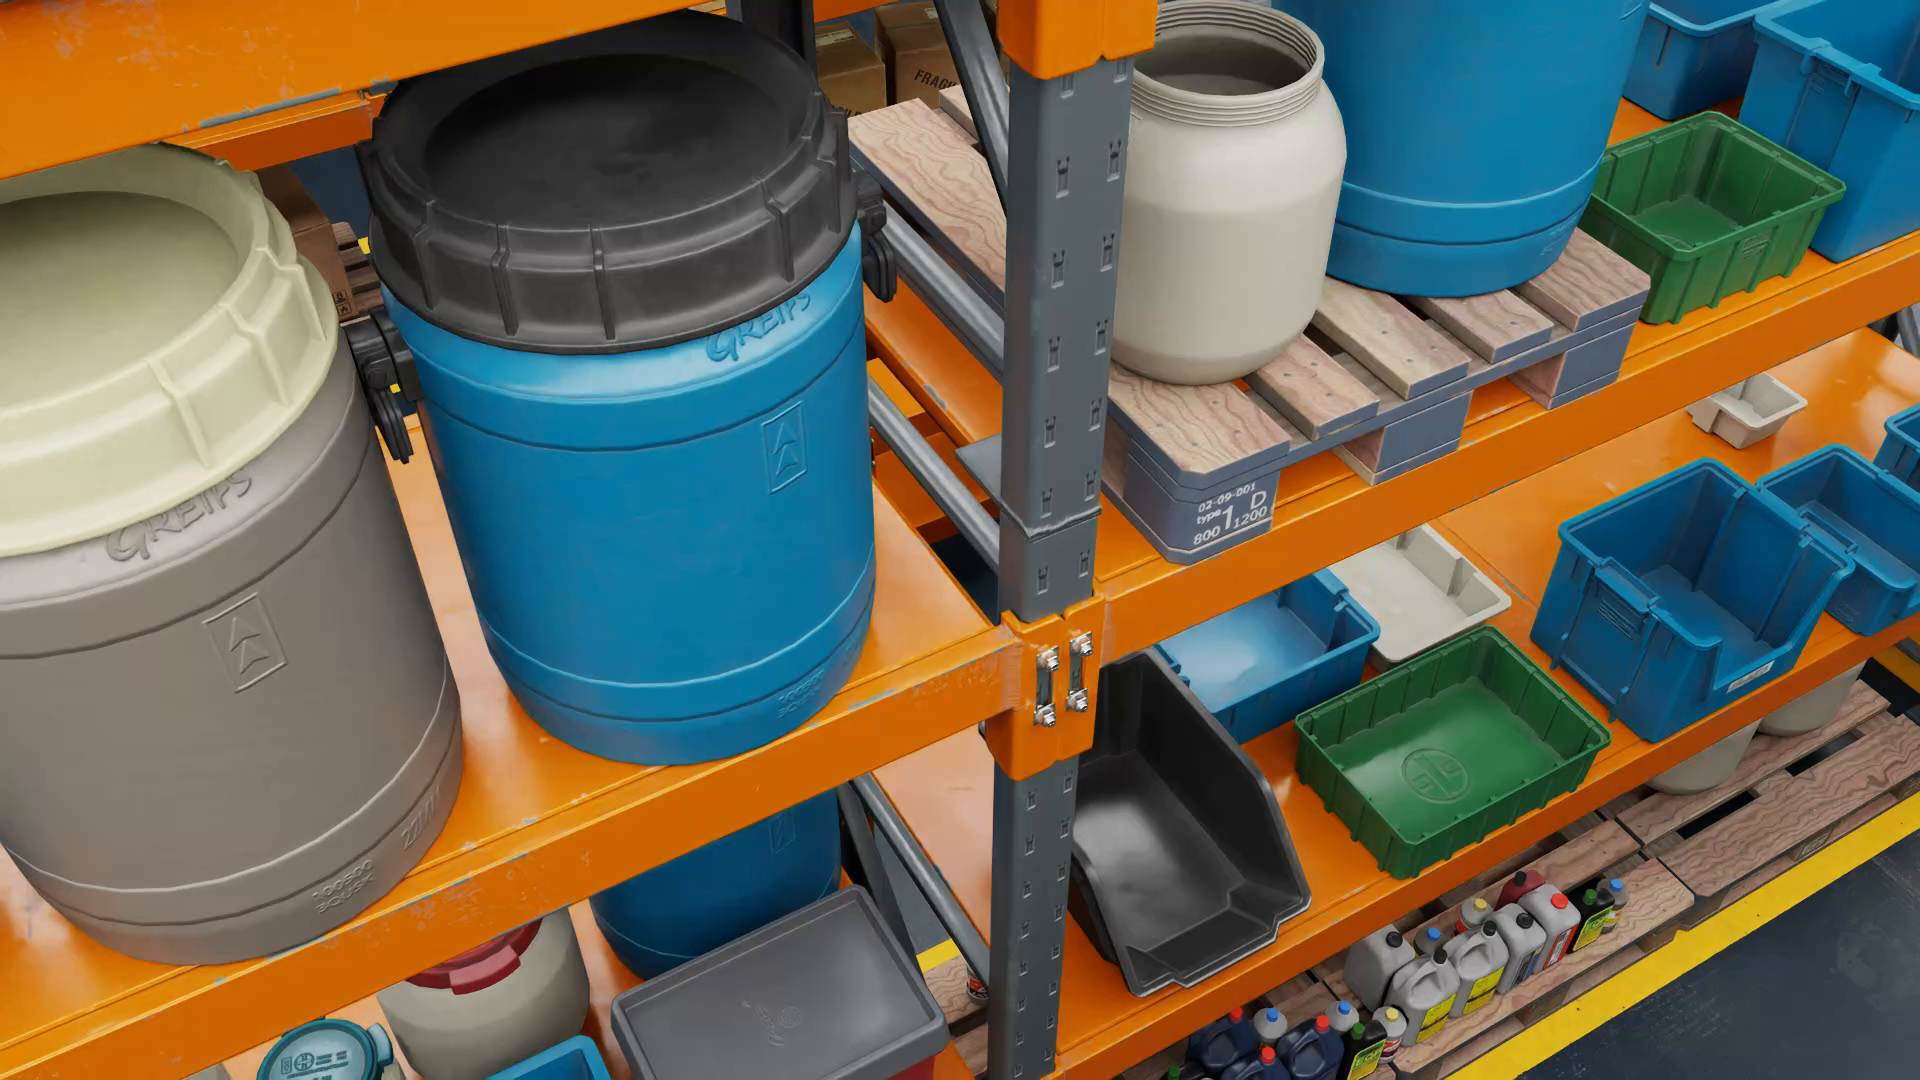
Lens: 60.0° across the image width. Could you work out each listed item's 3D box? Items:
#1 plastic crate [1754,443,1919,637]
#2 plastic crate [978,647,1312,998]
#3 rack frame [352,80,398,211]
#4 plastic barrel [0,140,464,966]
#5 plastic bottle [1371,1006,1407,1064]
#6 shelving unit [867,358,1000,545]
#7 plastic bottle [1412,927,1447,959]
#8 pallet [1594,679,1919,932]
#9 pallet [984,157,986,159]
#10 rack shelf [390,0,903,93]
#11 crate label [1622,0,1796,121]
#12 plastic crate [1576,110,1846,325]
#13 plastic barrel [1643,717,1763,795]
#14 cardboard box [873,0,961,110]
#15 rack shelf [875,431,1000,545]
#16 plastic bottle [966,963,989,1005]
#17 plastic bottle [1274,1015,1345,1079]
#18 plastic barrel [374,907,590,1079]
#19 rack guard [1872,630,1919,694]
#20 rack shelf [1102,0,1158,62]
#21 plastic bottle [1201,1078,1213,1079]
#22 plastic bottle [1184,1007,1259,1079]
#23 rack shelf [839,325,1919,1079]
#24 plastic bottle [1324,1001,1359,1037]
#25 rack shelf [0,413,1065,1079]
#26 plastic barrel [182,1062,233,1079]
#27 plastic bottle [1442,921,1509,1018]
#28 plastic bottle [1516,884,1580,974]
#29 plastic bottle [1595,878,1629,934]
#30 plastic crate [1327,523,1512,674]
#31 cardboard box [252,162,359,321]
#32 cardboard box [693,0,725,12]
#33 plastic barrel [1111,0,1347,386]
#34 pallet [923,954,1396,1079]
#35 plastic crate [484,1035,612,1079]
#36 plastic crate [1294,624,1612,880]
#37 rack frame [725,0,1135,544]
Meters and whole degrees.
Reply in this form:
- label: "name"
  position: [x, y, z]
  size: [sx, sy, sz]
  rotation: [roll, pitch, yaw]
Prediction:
- label: "plastic crate"
  position: [2.525, 0.000, 4.703]
  size: [0.408, 0.251, 0.499]
  rotation: [-22, 48, -21]
- label: "plastic crate"
  position: [0.425, 0.675, 3.945]
  size: [0.504, 0.338, 0.767]
  rotation: [-22, 48, -21]
- label: "rack frame"
  position: [-2.560, -2.233, 6.897]
  size: [0.127, 3.000, 1.000]
  rotation: [-22, 48, -21]
- label: "plastic barrel"
  position: [-0.992, 0.036, 2.045]
  size: [0.600, 0.901, 0.600]
  rotation: [0, 44, 0]
- label: "plastic bottle"
  position: [1.235, 1.425, 4.821]
  size: [0.097, 0.201, 0.097]
  rotation: [0, 44, 0]
- label: "shelving unit"
  position: [-0.006, -0.401, 6.356]
  size: [1.048, 1.125, 0.538]
  rotation: [-22, 48, -21]
- label: "plastic bottle"
  position: [1.410, 1.239, 5.012]
  size: [0.097, 0.201, 0.097]
  rotation: [0, 44, 0]
- label: "pallet"
  position: [2.627, 0.704, 5.873]
  size: [1.213, 0.211, 1.003]
  rotation: [-22, 48, -21]
- label: "pallet"
  position: [0.121, -2.333, 9.003]
  size: [1.213, 0.211, 1.003]
  rotation: [-22, 48, -21]
- label: "rack shelf"
  position: [-0.825, -2.669, 7.863]
  size: [4.000, 0.370, 1.077]
  rotation: [-22, 48, -21]
- label: "crate label"
  position: [1.589, -1.203, 3.789]
  size: [0.408, 0.251, 0.502]
  rotation: [-22, 48, -21]
- label: "plastic crate"
  position: [1.412, -0.626, 3.239]
  size: [0.450, 0.188, 0.336]
  rotation: [-22, 48, -21]
- label: "plastic barrel"
  position: [2.409, 0.561, 5.503]
  size: [0.421, 0.512, 0.421]
  rotation: [0, 44, 0]
- label: "cardboard box"
  position: [-0.142, -2.440, 8.604]
  size: [0.500, 0.500, 0.500]
  rotation: [-10, 45, -10]
- label: "rack shelf"
  position: [-0.006, -0.226, 6.526]
  size: [1.000, 0.278, 0.538]
  rotation: [-22, 48, -21]
- label: "plastic bottle"
  position: [0.067, 1.290, 4.960]
  size: [0.097, 0.201, 0.097]
  rotation: [0, 44, 0]
- label: "plastic bottle"
  position: [0.978, 1.456, 4.682]
  size: [0.185, 0.351, 0.144]
  rotation: [-24, 49, -23]
- label: "plastic barrel"
  position: [-1.031, 0.909, 3.562]
  size: [0.433, 0.535, 0.433]
  rotation: [0, 44, 0]
- label: "rack guard"
  position: [3.334, 0.322, 6.059]
  size: [0.348, 0.500, 1.175]
  rotation: [-22, 48, -21]
- label: "rack shelf"
  position: [1.642, -1.687, 2.831]
  size: [4.000, 0.370, 1.077]
  rotation: [-22, 48, -21]
- label: "plastic bottle"
  position: [0.669, 1.603, 4.584]
  size: [0.135, 0.276, 0.152]
  rotation: [-20, 48, -20]
- label: "plastic bottle"
  position: [0.743, 1.434, 4.705]
  size: [0.185, 0.351, 0.144]
  rotation: [-22, 48, -21]
- label: "rack shelf"
  position: [1.642, 0.322, 4.781]
  size: [4.000, 0.370, 1.077]
  rotation: [-22, 48, -21]
- label: "plastic bottle"
  position: [1.087, 1.411, 4.786]
  size: [0.097, 0.271, 0.097]
  rotation: [0, 44, 0]
- label: "rack shelf"
  position: [-1.826, 0.634, 2.306]
  size: [4.000, 0.370, 1.077]
  rotation: [-22, 48, -21]
- label: "plastic barrel"
  position: [-1.667, 1.163, 3.300]
  size: [0.433, 0.535, 0.433]
  rotation: [0, 44, 0]
- label: "plastic bottle"
  position: [1.508, 1.244, 4.901]
  size: [0.185, 0.351, 0.144]
  rotation: [-20, 48, -19]
- label: "plastic bottle"
  position: [1.770, 1.162, 5.038]
  size: [0.135, 0.276, 0.152]
  rotation: [-21, 48, -21]
- label: "plastic bottle"
  position: [2.002, 1.118, 5.137]
  size: [0.097, 0.201, 0.097]
  rotation: [0, 44, 0]
- label: "plastic crate"
  position: [1.190, 0.136, 4.645]
  size: [0.437, 0.136, 0.530]
  rotation: [-22, 48, -21]
- label: "cardboard box"
  position: [-3.103, -1.294, 7.408]
  size: [0.500, 0.500, 0.700]
  rotation: [-25, 50, -24]
- label: "cardboard box"
  position: [-1.152, -2.484, 7.336]
  size: [0.250, 0.149, 0.380]
  rotation: [-22, 48, -21]
- label: "plastic barrel"
  position: [0.379, -0.540, 2.617]
  size: [0.421, 0.512, 0.421]
  rotation: [0, 44, 0]
- label: "pallet"
  position: [0.511, 1.551, 5.001]
  size: [1.213, 0.211, 1.003]
  rotation: [-22, 48, -21]
- label: "plastic crate"
  position: [-0.894, 1.334, 3.233]
  size: [0.575, 0.384, 0.392]
  rotation: [-22, 48, -21]
- label: "plastic crate"
  position: [1.225, 0.533, 4.199]
  size: [0.662, 0.188, 0.450]
  rotation: [-22, 48, -21]
- label: "rack frame"
  position: [-0.092, -1.395, 1.726]
  size: [0.127, 3.000, 1.000]
  rotation: [-22, 48, -21]
